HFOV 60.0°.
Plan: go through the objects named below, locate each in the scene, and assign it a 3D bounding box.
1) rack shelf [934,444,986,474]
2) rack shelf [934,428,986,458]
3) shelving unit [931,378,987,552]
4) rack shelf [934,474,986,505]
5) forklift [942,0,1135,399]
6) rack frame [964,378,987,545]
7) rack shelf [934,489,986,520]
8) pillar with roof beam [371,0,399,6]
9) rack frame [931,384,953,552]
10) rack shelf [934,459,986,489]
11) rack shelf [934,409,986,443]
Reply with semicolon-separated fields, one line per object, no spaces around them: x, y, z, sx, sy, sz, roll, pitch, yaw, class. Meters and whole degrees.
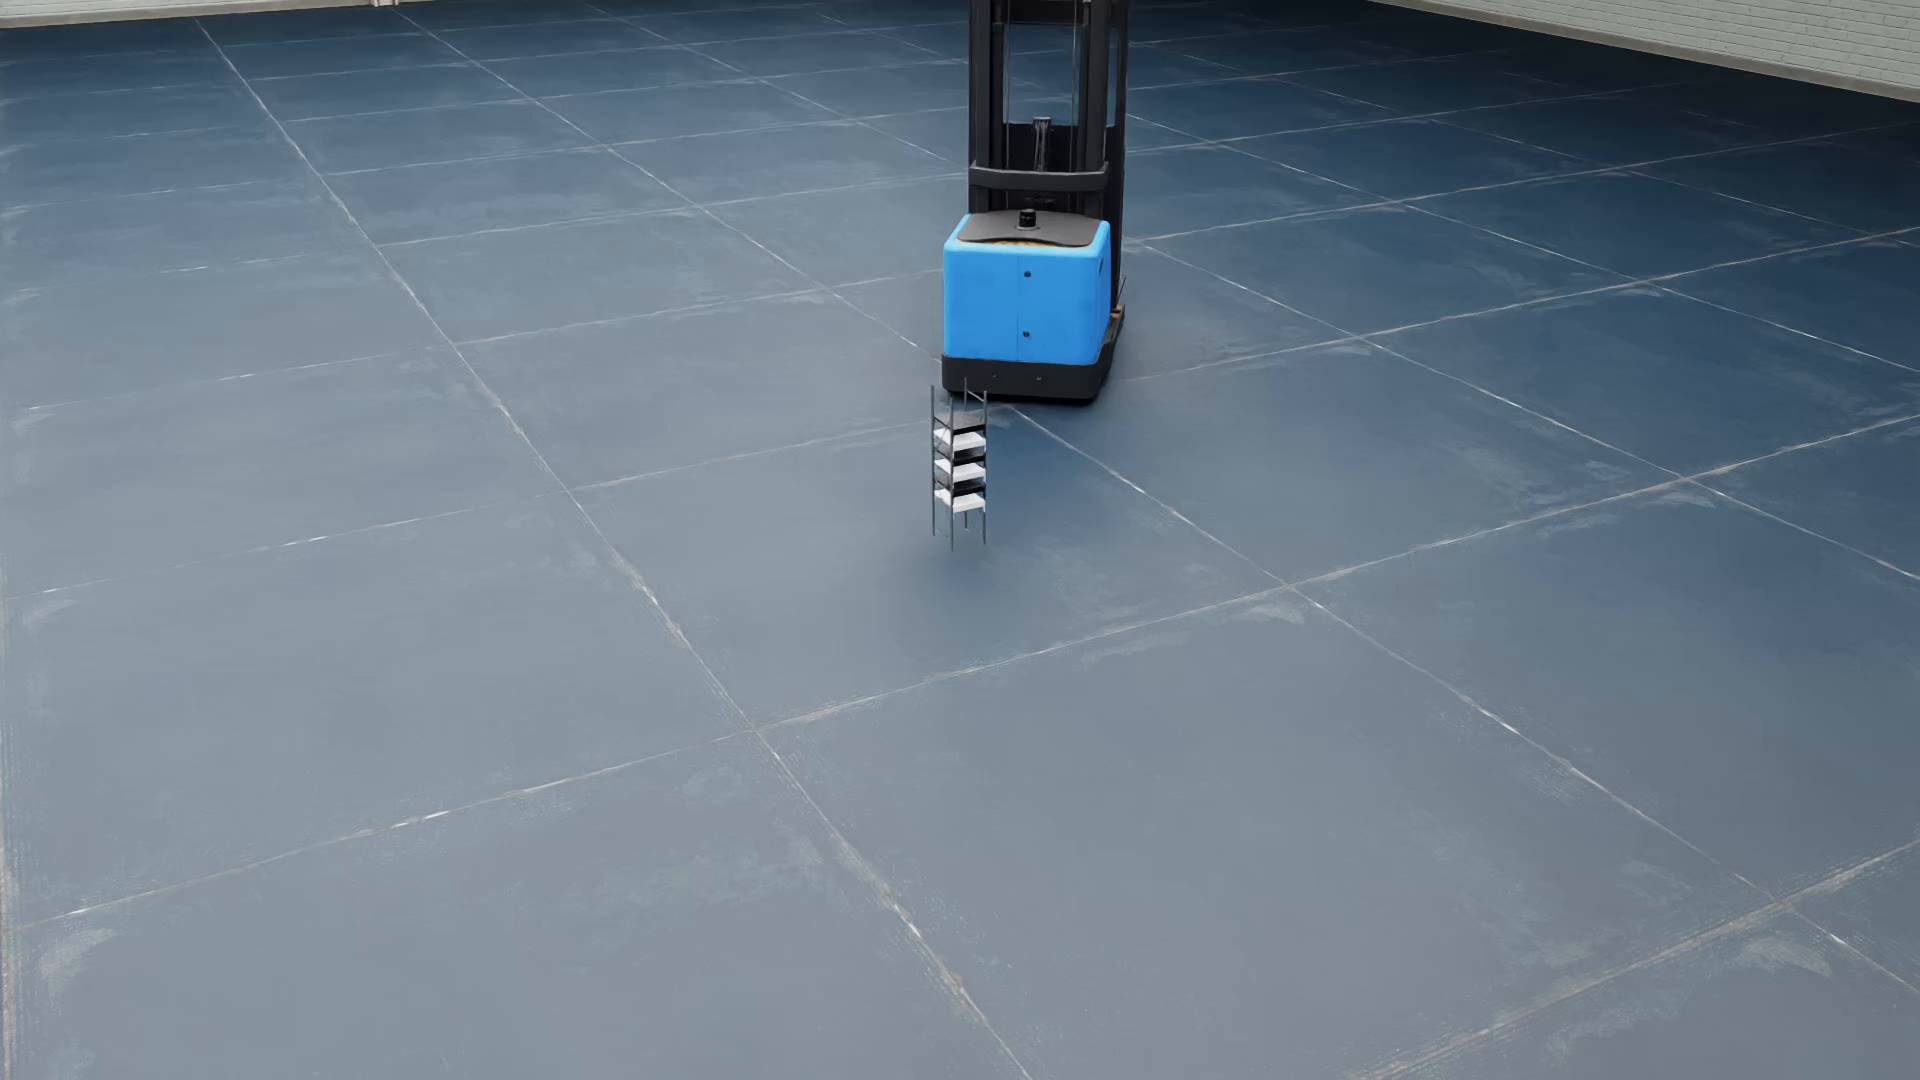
-0.007;-0.455;9.027;0.200;0.077;0.258;-13;29;-25;rack shelf
-0.007;-0.536;8.988;0.200;0.077;0.258;-13;29;-25;rack shelf
-0.007;-0.404;9.052;0.210;0.900;0.258;-13;29;-25;shelving unit
-0.007;-0.293;9.105;0.200;0.077;0.258;-13;29;-25;rack shelf
0.646;-2.868;11.836;1.130;2.935;3.031;4;26;9;forklift
0.083;-0.425;9.095;0.006;0.900;0.240;-13;29;-25;rack frame
-0.007;-0.212;9.144;0.200;0.077;0.258;-13;29;-25;rack shelf
-7.691;-11.459;22.720;0.400;9.000;9.100;-13;29;-25;pillar with roof beam
-0.097;-0.383;9.009;0.006;0.900;0.240;-13;29;-25;rack frame
-0.007;-0.374;9.066;0.200;0.077;0.258;-13;29;-25;rack shelf
-0.007;-0.617;8.949;0.200;0.077;0.258;-13;29;-25;rack shelf
